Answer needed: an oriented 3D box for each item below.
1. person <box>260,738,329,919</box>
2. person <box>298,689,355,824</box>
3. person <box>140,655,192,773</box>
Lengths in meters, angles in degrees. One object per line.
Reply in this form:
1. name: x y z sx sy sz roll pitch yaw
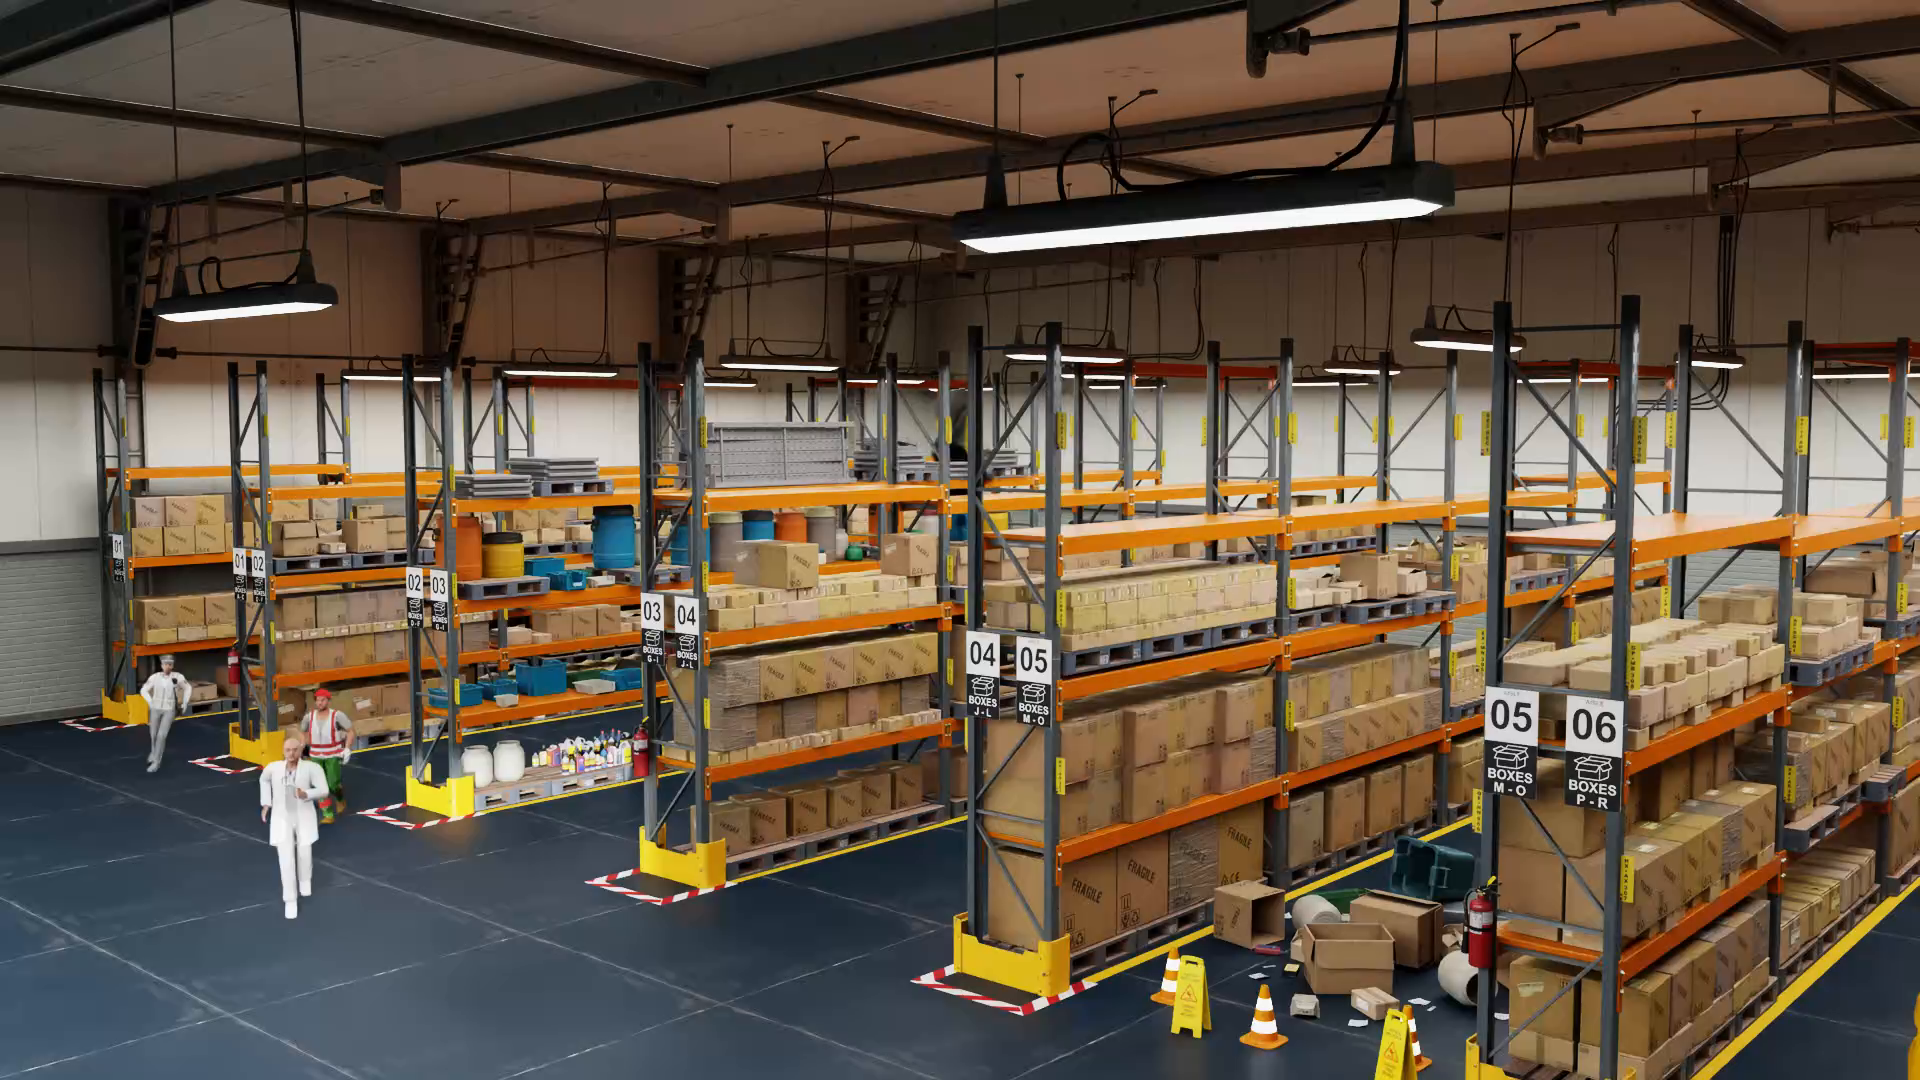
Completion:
1. person: -6.984 2.958 17.469 0.690 1.788 1.046 -1 4 -19
2. person: -8.046 2.755 21.072 0.690 1.756 0.622 0 4 -2
3. person: -11.713 2.514 24.504 0.669 1.669 0.910 -1 4 -13
